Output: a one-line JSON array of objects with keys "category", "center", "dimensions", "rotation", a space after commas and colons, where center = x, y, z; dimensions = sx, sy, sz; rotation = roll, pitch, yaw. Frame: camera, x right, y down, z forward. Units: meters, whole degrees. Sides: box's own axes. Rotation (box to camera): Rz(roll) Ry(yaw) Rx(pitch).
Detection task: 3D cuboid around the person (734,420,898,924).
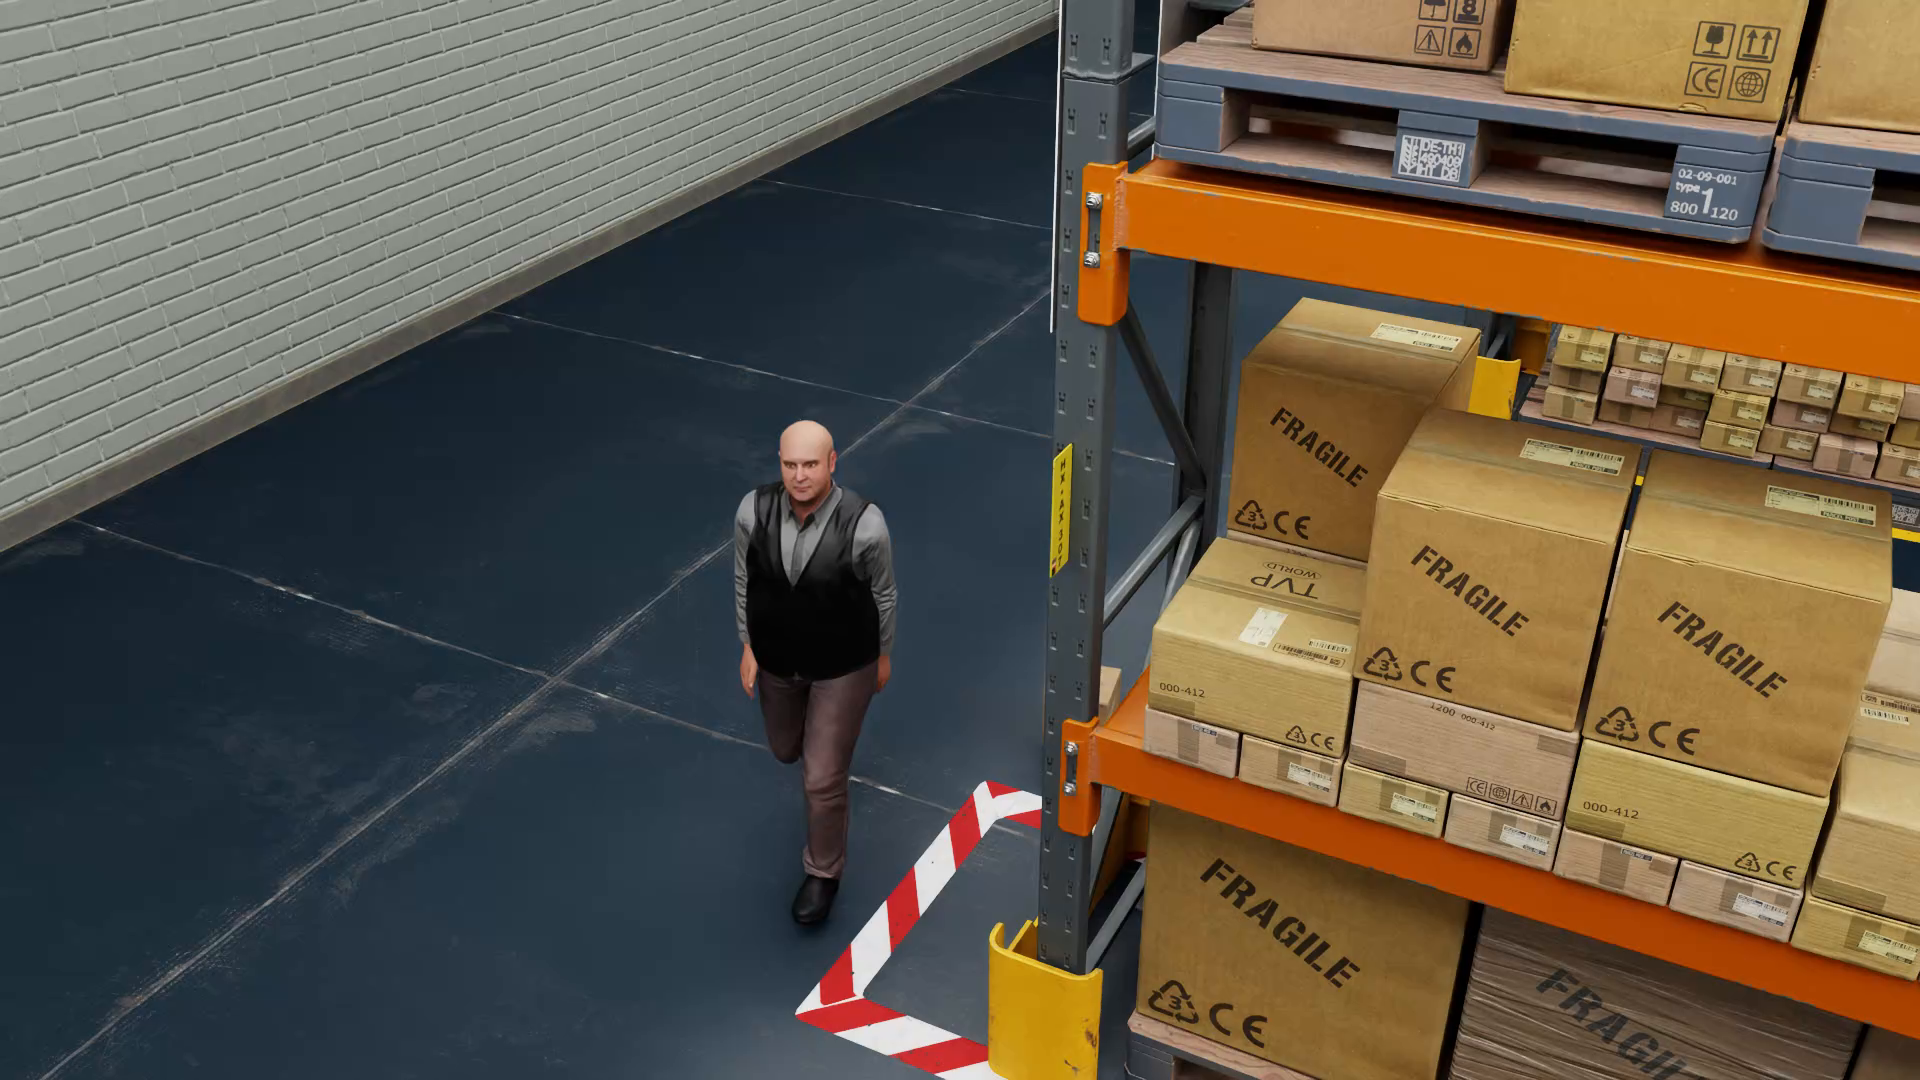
[{"category": "person", "center": [-0.466, 0.359, 5.525], "dimensions": [0.532, 1.694, 0.905], "rotation": [9, 31, 15]}]
